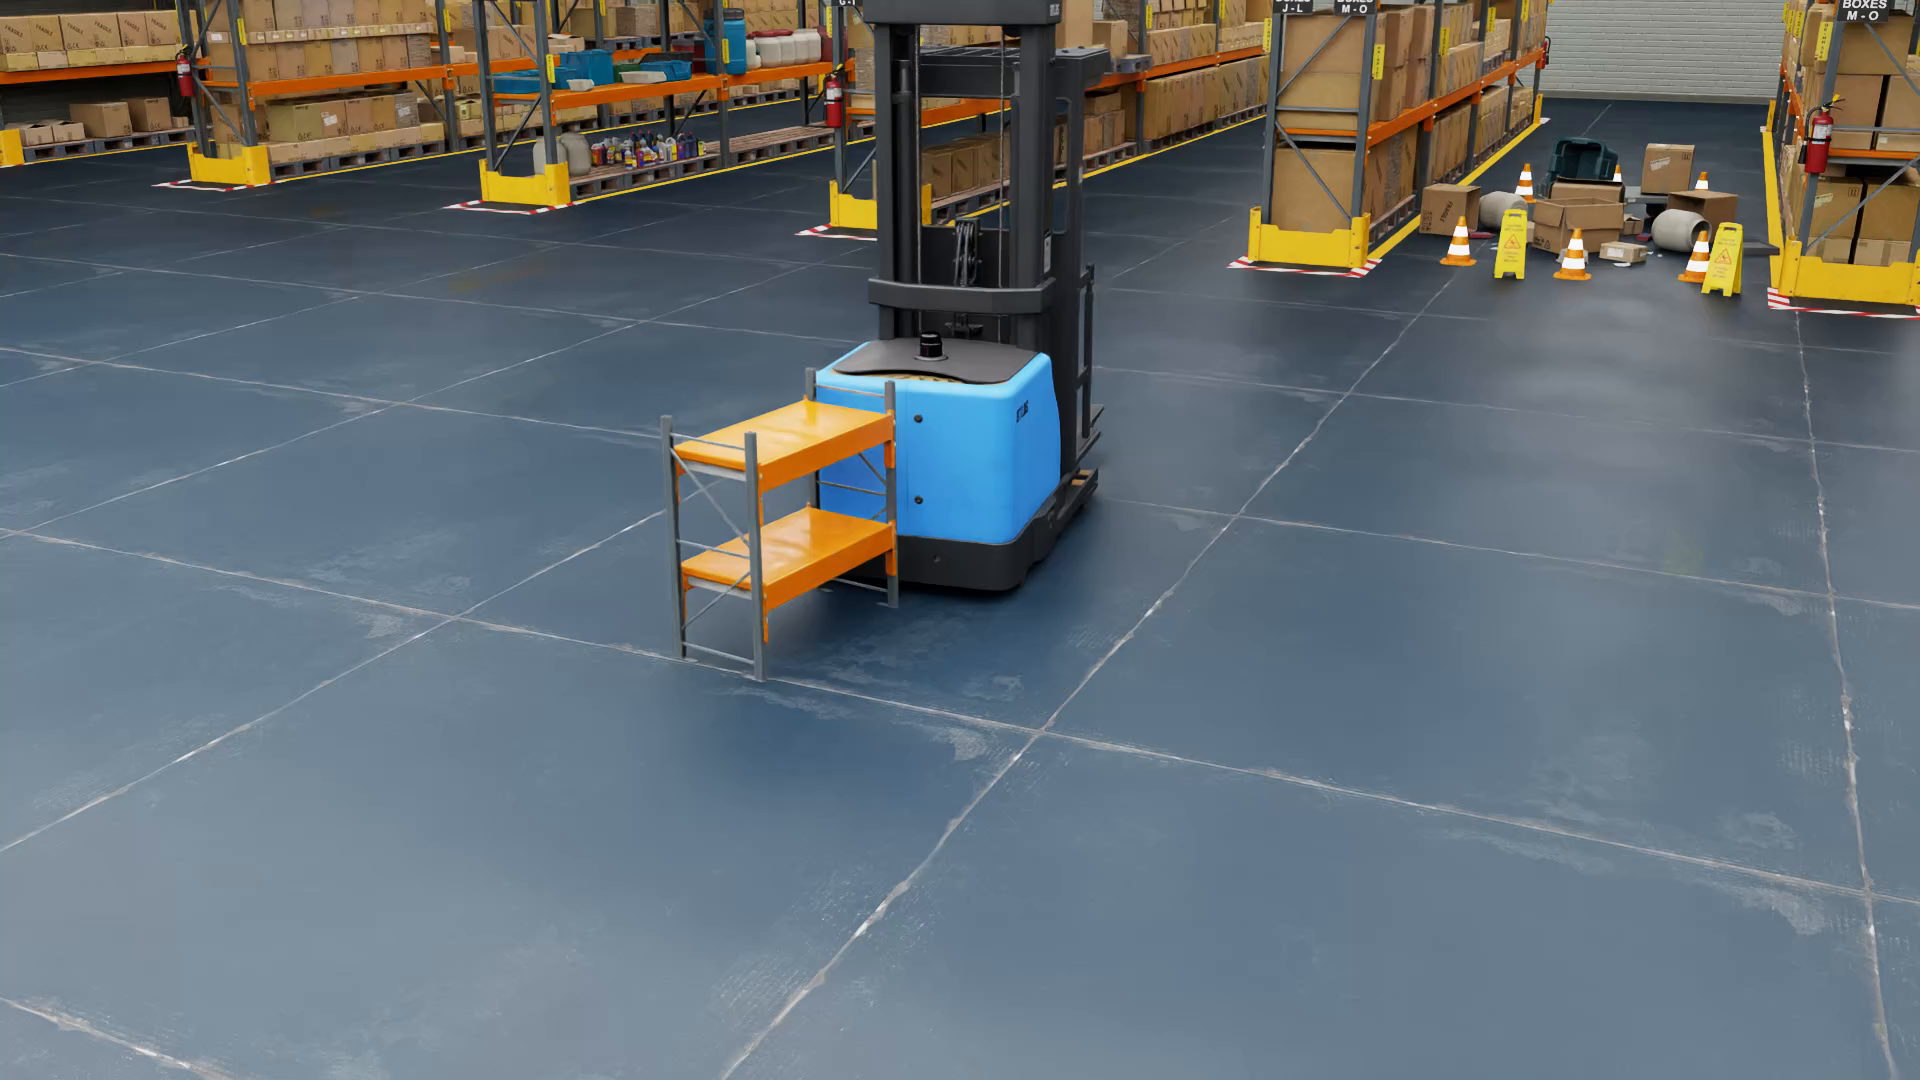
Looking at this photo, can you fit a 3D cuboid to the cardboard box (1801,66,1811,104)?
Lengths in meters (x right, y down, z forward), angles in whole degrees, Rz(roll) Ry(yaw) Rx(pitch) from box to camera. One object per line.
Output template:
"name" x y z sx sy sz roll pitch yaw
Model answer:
"cardboard box" 9.307 -4.928 17.757 0.500 0.500 0.500 8 21 23

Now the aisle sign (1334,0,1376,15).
"aisle sign" 3.791 -5.425 15.866 0.394 0.787 0.004 9 21 23

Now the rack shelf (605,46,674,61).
"rack shelf" -5.879 -9.053 31.021 1.077 0.370 4.000 9 21 23

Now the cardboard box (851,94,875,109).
"cardboard box" -1.009 -4.971 18.846 0.380 0.149 0.250 9 21 23

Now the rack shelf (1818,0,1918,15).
"rack shelf" 8.922 -5.300 15.993 1.077 0.370 4.000 9 21 23

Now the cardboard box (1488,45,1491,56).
"cardboard box" 7.625 -7.226 24.559 0.380 0.149 0.250 9 22 24

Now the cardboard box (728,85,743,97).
"cardboard box" -4.691 -9.042 33.274 0.500 0.311 0.500 9 21 23

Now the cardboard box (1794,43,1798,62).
"cardboard box" 11.552 -6.565 22.430 0.500 0.250 0.500 8 21 21

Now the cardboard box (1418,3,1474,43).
"cardboard box" 6.629 -7.091 22.789 0.700 0.500 0.500 8 21 22

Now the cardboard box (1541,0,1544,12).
"cardboard box" 9.930 -9.483 29.073 0.500 0.500 0.500 8 21 21

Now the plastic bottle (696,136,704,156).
"plastic bottle" -3.714 -5.612 23.669 0.061 0.283 0.133 10 22 25

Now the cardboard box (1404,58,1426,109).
"cardboard box" 4.839 -5.271 19.089 0.875 0.550 0.550 9 21 23

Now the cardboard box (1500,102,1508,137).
"cardboard box" 8.387 -6.690 26.409 0.500 0.500 0.500 8 21 22

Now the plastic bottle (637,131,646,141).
"plastic bottle" -4.528 -5.646 23.665 0.144 0.351 0.185 9 22 24

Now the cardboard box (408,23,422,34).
"cardboard box" -8.355 -7.722 25.089 0.380 0.149 0.250 8 21 22

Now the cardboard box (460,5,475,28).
"cardboard box" -9.953 -10.393 33.093 0.500 0.500 0.500 9 21 23

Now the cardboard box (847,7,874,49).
"cardboard box" -0.938 -5.835 18.813 0.500 0.500 0.500 9 21 23

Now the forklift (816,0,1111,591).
"forklift" 0.173 -1.594 9.077 1.130 2.935 3.031 6 20 16

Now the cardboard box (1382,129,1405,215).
"cardboard box" 4.497 -4.224 18.913 0.875 0.875 0.875 9 21 23

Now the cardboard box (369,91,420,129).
"cardboard box" -8.542 -6.490 25.099 0.500 0.500 0.500 9 21 23

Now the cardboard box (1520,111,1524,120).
"cardboard box" 9.606 -7.413 28.964 0.380 0.149 0.250 9 21 24

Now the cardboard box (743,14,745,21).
"cardboard box" -4.603 -10.169 32.936 0.500 0.500 0.500 9 22 24

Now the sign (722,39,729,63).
"sign" -3.321 -6.928 23.560 0.100 0.325 0.005 9 21 23

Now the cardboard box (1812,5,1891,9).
"cardboard box" 9.134 -5.238 17.135 0.700 0.500 0.500 9 21 23

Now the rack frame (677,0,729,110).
"rack frame" -5.060 -10.003 32.619 1.000 3.000 0.127 9 21 23

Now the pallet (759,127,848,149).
"pallet" -2.533 -6.554 27.083 1.003 0.211 1.213 9 21 23

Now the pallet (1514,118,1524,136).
"pallet" 9.201 -7.202 28.904 1.003 0.211 1.213 9 21 23

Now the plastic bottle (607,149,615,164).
"plastic bottle" -4.798 -5.269 22.826 0.097 0.201 0.097 0 20 0

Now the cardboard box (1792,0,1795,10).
"cardboard box" 13.374 -8.294 26.173 0.500 0.500 0.500 9 21 23

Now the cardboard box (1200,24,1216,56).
"cardboard box" 4.034 -8.509 28.270 0.500 0.500 0.500 9 21 23

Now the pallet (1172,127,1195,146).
"pallet" 3.231 -6.708 27.517 1.003 0.211 1.213 9 21 23

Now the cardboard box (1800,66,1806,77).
"cardboard box" 10.645 -5.825 20.621 0.380 0.149 0.250 9 21 23

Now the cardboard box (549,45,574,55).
"cardboard box" -6.814 -8.349 28.344 0.380 0.149 0.250 9 21 23

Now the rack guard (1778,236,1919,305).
"rack guard" 8.134 -2.460 15.140 1.175 0.500 0.348 9 21 23

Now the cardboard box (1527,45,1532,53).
"cardboard box" 9.779 -8.590 29.021 0.380 0.149 0.250 8 21 20

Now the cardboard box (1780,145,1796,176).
"cardboard box" 11.139 -4.849 21.421 0.950 0.372 0.625 7 21 19

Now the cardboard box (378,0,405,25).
"cardboard box" -8.718 -7.925 24.690 0.700 0.500 0.500 8 21 23

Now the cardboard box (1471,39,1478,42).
"cardboard box" 7.203 -7.048 23.615 0.380 0.149 0.250 10 22 25

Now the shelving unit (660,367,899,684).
"shelving unit" -0.788 -0.100 7.570 0.538 1.125 1.048 12 23 30

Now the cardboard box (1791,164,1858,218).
"cardboard box" 8.617 -3.464 16.591 0.500 0.500 0.500 8 21 21

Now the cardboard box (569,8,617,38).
"cardboard box" -6.543 -9.233 29.679 0.700 0.500 0.500 2 20 4

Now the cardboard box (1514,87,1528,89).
"cardboard box" 9.957 -8.023 29.793 0.380 0.149 0.250 9 21 24

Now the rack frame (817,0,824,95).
"rack frame" -3.422 -11.226 36.058 1.000 3.000 0.127 9 21 23

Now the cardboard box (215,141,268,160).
"cardboard box" -10.024 -5.442 23.270 0.500 0.250 0.500 9 21 23

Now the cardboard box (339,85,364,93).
"cardboard box" -11.466 -8.261 30.795 0.700 0.500 0.500 9 21 23

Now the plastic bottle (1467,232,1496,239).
"plastic bottle" 5.745 -3.355 18.313 0.283 0.061 0.133 1 20 4

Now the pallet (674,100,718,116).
"pallet" -5.358 -8.435 32.373 1.003 0.211 1.213 9 21 23

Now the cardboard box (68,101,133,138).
"cardboard box" -13.550 -6.634 26.219 0.700 0.500 0.500 7 21 19

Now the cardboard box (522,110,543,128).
"cardboard box" -7.315 -7.019 27.706 0.500 0.250 0.500 9 21 24

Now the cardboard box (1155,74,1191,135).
"cardboard box" 3.012 -7.096 26.990 1.225 0.875 0.875 9 21 23

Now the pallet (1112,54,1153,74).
"pallet" 2.144 -7.097 24.734 1.213 0.211 1.003 9 21 23

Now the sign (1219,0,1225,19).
"sign" 4.475 -9.079 28.412 0.100 0.325 0.005 9 21 23

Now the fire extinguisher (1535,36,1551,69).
"fire extinguisher" 10.622 -8.955 30.346 0.296 0.674 0.183 9 21 23

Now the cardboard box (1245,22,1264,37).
"cardboard box" 5.450 -9.595 31.253 0.500 0.250 0.500 8 21 22
